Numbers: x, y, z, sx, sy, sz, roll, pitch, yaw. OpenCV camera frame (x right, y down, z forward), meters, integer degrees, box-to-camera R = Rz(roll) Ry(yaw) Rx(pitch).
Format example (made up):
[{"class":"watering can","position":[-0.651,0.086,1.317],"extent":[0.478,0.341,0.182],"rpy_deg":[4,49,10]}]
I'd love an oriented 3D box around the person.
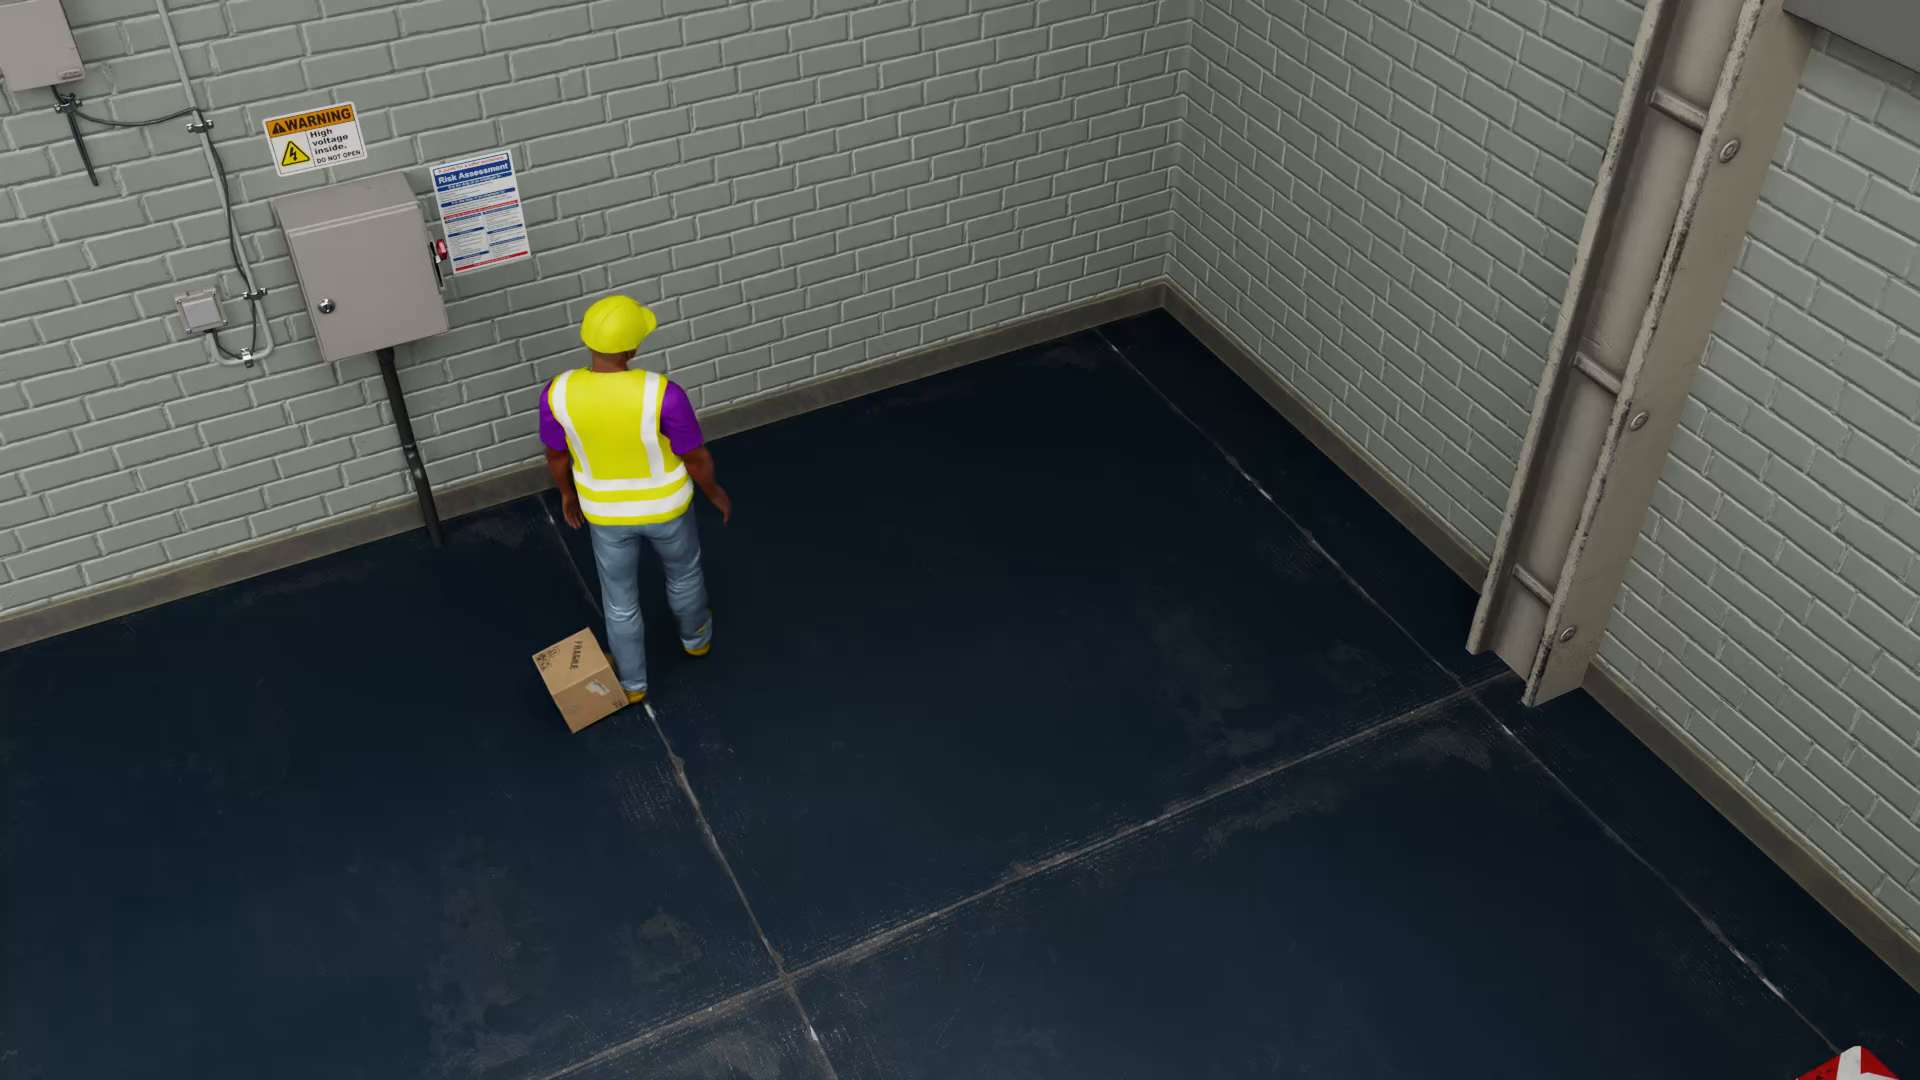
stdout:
[{"class":"person","position":[-1.202,-0.186,6.317],"extent":[0.654,1.763,0.570],"rpy_deg":[-2,41,-2]}]
